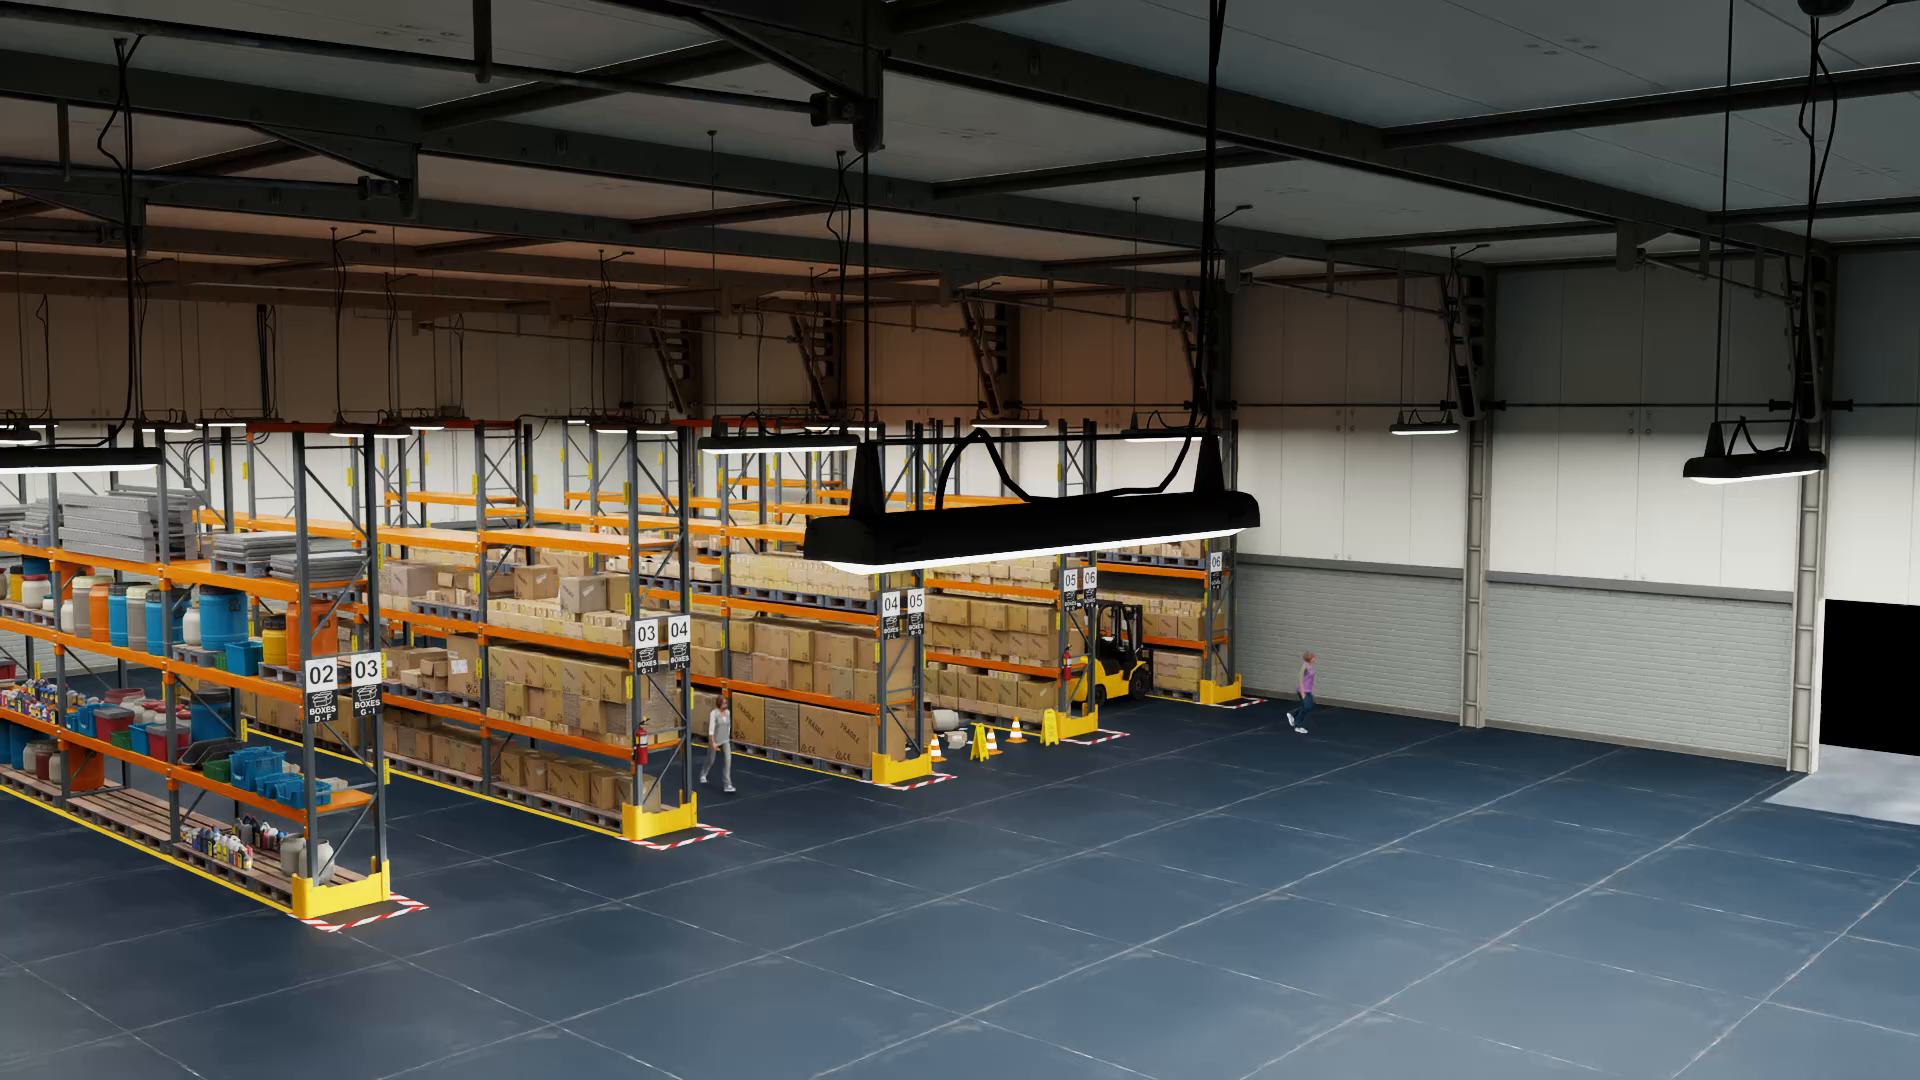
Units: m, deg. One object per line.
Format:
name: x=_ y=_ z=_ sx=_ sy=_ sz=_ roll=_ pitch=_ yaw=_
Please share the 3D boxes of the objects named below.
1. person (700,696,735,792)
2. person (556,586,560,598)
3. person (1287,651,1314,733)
person: x=-3.963 y=3.336 z=27.305 sx=0.441 sy=1.521 sz=0.937 roll=-4 pitch=6 yaw=-38
person: x=-10.598 y=1.878 z=43.851 sx=0.554 sy=1.744 sz=0.914 roll=2 pitch=5 yaw=28
person: x=6.582 y=2.928 z=32.181 sx=0.512 sy=1.577 sz=0.479 roll=2 pitch=5 yaw=26
